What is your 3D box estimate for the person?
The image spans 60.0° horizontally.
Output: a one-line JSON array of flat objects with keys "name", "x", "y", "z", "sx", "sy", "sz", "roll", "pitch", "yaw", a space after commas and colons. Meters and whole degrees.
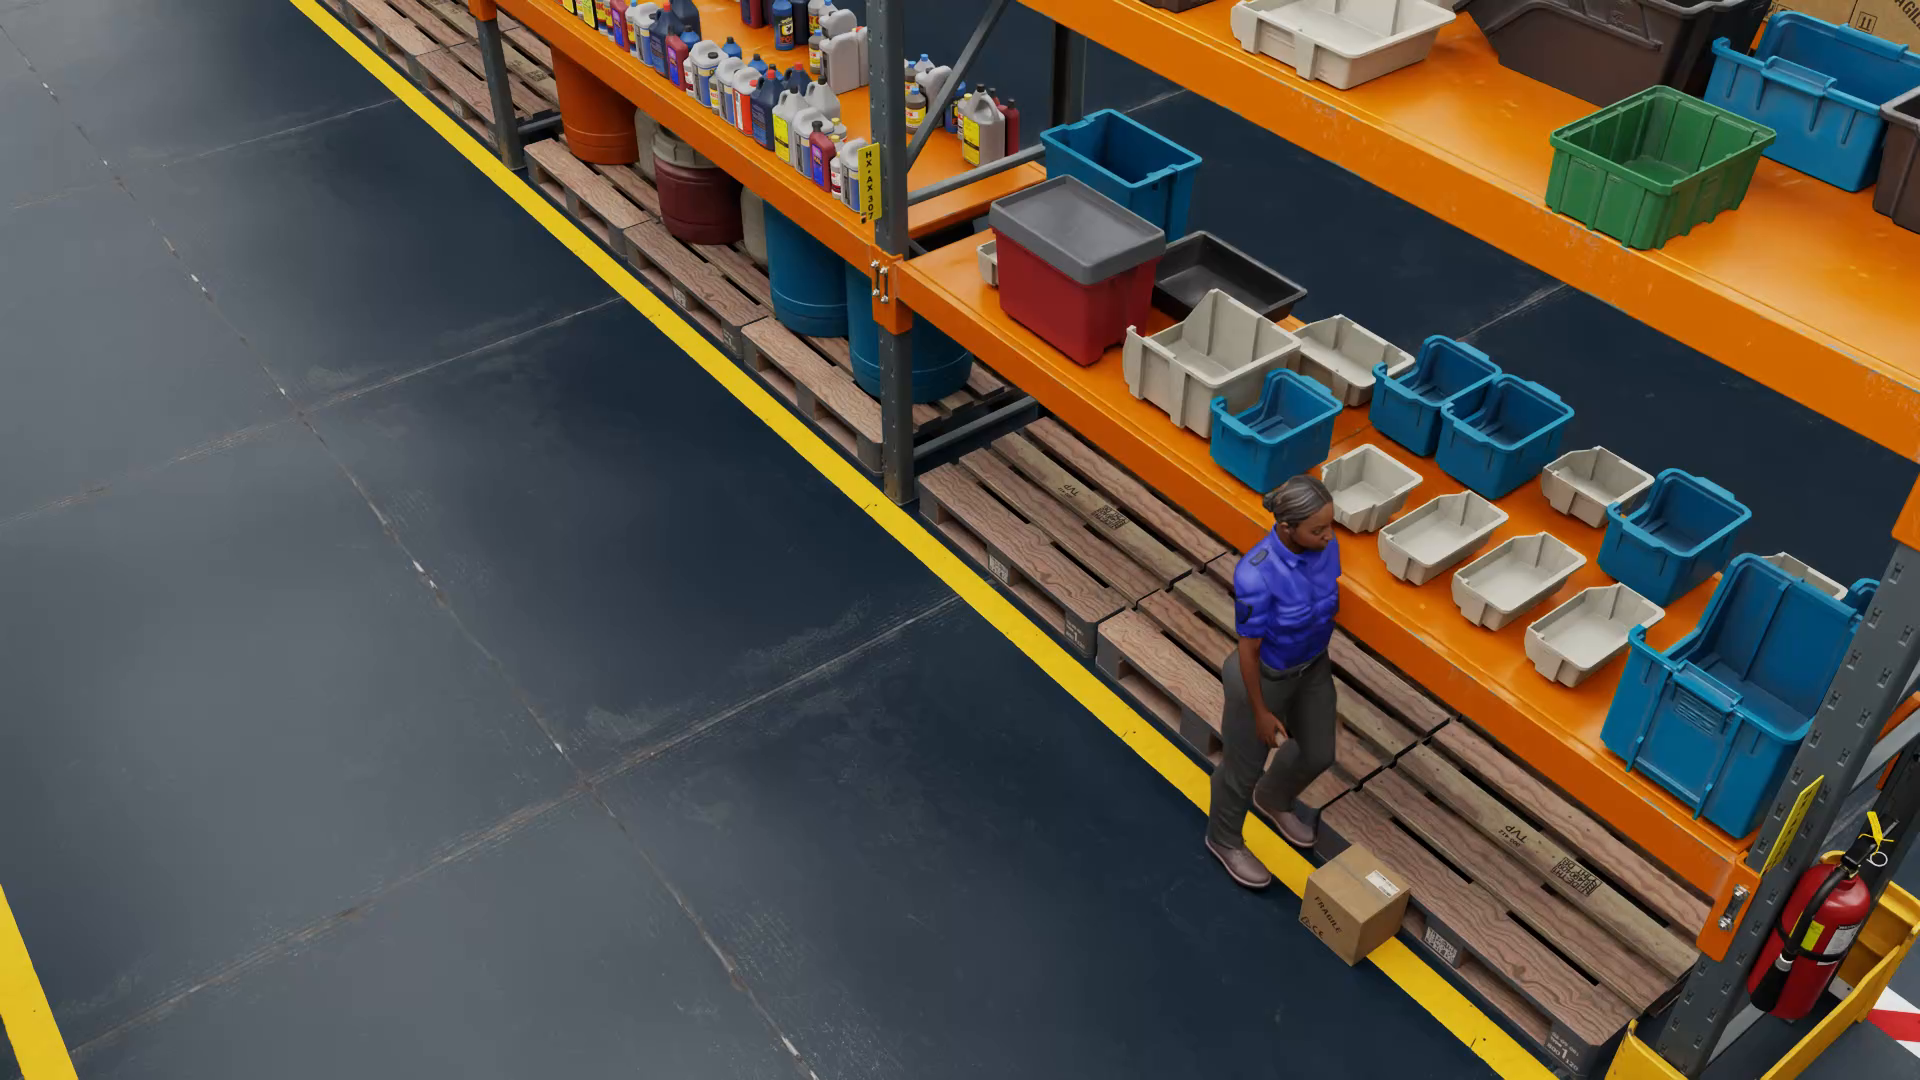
[{"name": "person", "x": 1.094, "y": 0.470, "z": 5.587, "sx": 0.442, "sy": 1.658, "sz": 0.371, "roll": -26, "pitch": 47, "yaw": -27}]
